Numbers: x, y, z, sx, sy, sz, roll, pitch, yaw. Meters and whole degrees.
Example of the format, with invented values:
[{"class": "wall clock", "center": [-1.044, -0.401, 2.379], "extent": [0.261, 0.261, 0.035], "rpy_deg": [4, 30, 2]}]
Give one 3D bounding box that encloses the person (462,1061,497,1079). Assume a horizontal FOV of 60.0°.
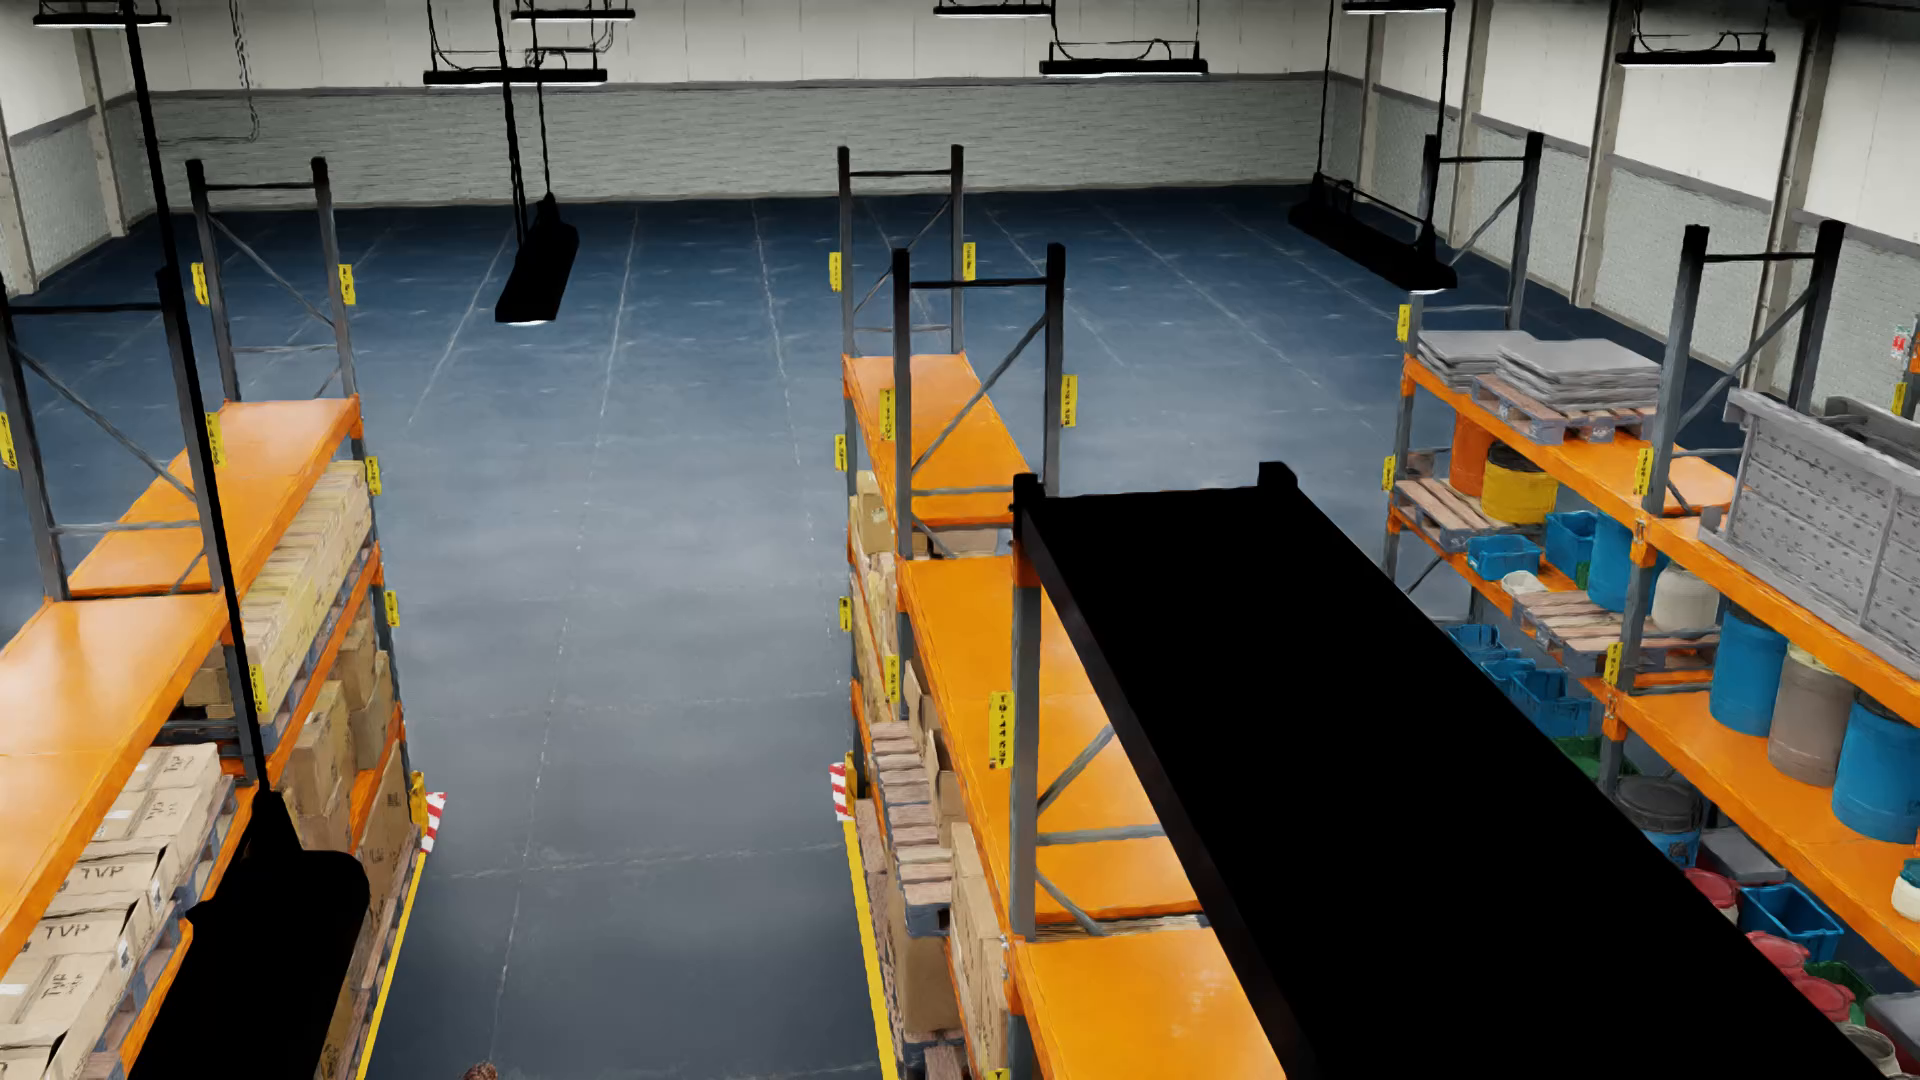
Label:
[{"class": "person", "center": [-2.816, 3.795, 9.937], "extent": [0.408, 1.533, 0.961], "rpy_deg": [0, 22, 1]}]
